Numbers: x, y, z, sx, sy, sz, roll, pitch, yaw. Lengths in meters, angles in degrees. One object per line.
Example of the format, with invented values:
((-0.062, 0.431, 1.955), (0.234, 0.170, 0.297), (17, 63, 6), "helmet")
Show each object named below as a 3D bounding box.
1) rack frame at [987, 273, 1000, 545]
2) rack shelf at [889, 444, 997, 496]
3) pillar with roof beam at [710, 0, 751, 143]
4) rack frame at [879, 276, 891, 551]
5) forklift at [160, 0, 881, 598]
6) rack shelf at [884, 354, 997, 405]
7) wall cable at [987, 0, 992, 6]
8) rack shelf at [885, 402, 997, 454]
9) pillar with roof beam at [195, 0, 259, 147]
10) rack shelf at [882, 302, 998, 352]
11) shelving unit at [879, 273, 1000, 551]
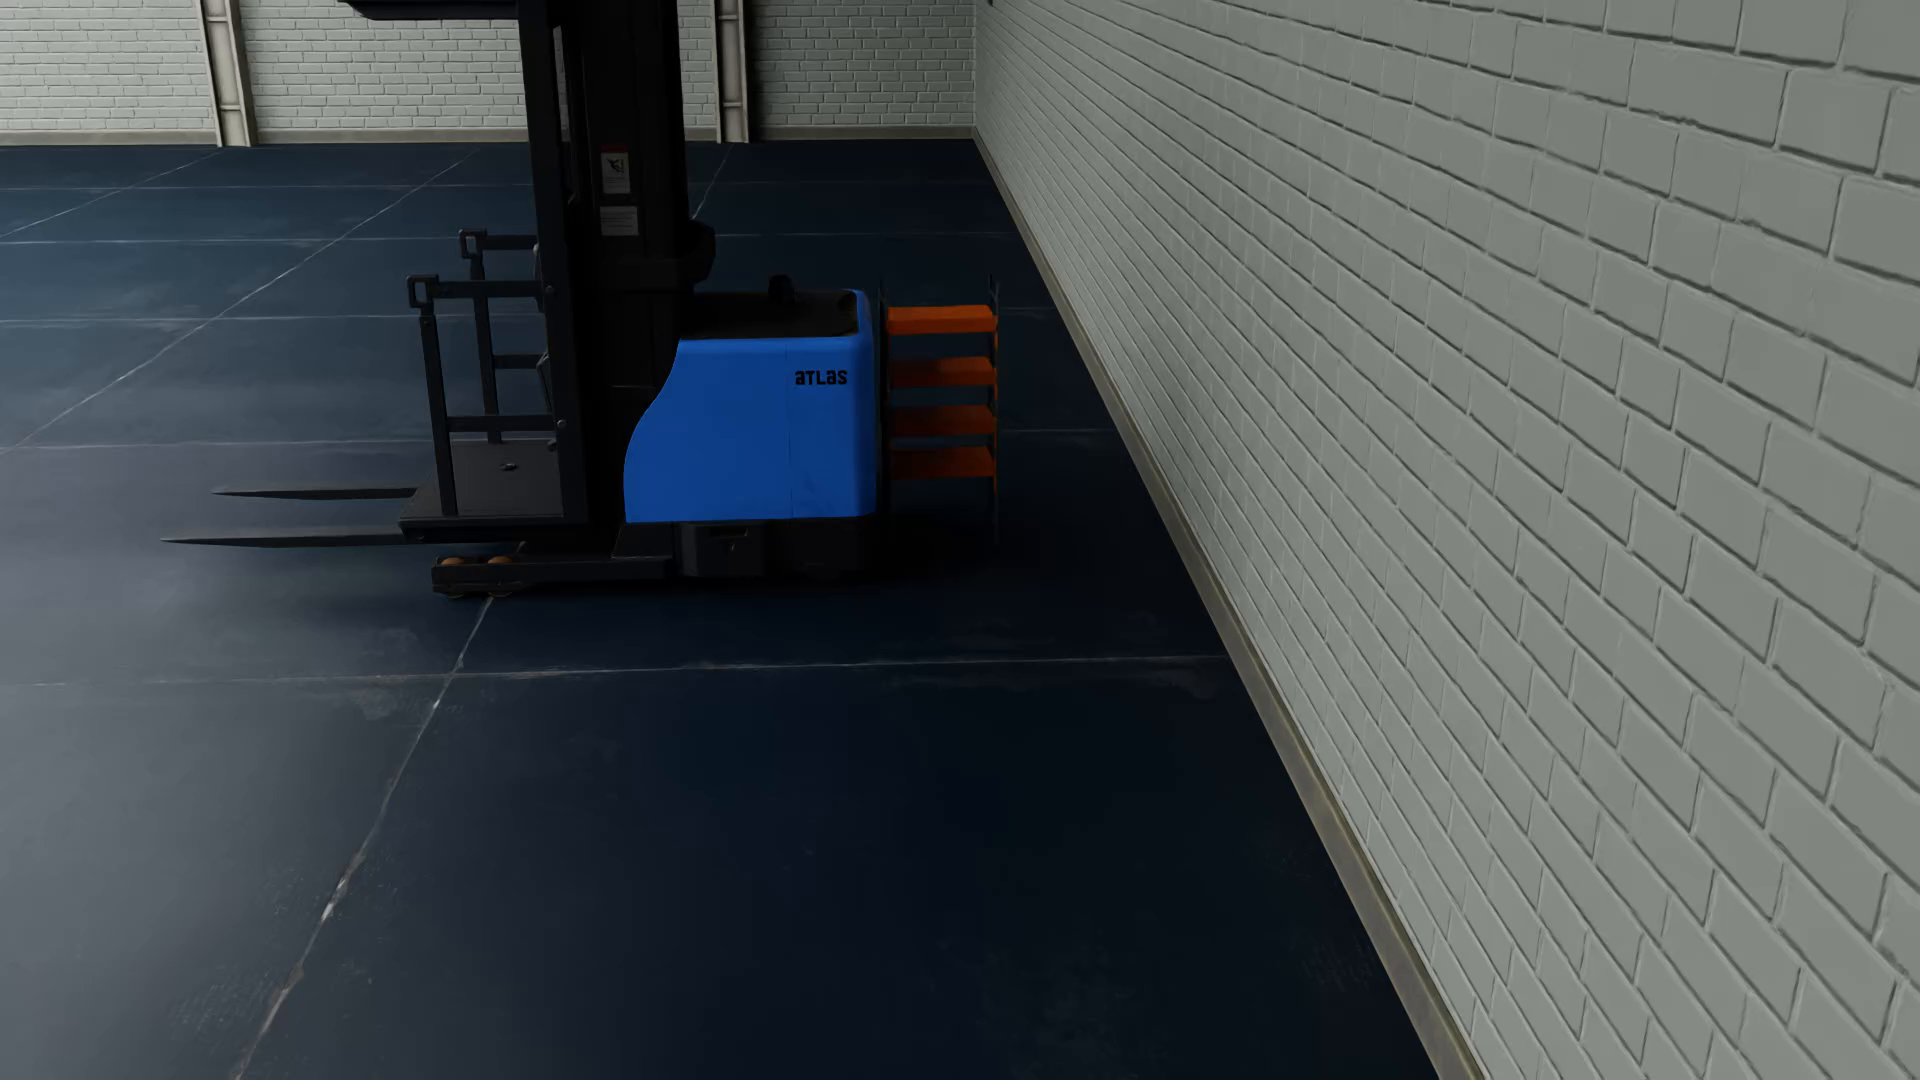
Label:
((0.150, -0.579, 7.455), (0.015, 1.200, 0.240), (-3, 21, -7), "rack frame")
((-0.092, -0.318, 7.518), (0.480, 0.148, 0.258), (-3, 21, -7), "rack shelf")
((-2.550, -7.608, 14.957), (0.400, 9.000, 9.100), (-1, 21, -3), "pillar with roof beam")
((-0.333, -0.555, 7.392), (0.015, 1.200, 0.240), (-3, 21, -7), "rack frame")
((-1.882, -1.321, 6.971), (3.031, 2.935, 1.130), (-1, 21, -4), "forklift")
((-0.092, -0.713, 7.368), (0.480, 0.148, 0.258), (-3, 21, -7), "rack shelf")
((0.221, -7.276, 18.450), (0.112, 2.526, 3.097), (-1, 21, -3), "wall cable")
((-0.092, -0.504, 7.447), (0.480, 0.148, 0.258), (-3, 21, -7), "rack shelf")
((-8.540, -7.486, 14.637), (0.400, 9.000, 9.100), (-1, 21, -3), "pillar with roof beam")
((-0.092, -0.934, 7.284), (0.480, 0.148, 0.258), (-3, 21, -7), "rack shelf")
((-0.092, -0.567, 7.423), (0.503, 1.200, 0.258), (-3, 21, -7), "shelving unit")
